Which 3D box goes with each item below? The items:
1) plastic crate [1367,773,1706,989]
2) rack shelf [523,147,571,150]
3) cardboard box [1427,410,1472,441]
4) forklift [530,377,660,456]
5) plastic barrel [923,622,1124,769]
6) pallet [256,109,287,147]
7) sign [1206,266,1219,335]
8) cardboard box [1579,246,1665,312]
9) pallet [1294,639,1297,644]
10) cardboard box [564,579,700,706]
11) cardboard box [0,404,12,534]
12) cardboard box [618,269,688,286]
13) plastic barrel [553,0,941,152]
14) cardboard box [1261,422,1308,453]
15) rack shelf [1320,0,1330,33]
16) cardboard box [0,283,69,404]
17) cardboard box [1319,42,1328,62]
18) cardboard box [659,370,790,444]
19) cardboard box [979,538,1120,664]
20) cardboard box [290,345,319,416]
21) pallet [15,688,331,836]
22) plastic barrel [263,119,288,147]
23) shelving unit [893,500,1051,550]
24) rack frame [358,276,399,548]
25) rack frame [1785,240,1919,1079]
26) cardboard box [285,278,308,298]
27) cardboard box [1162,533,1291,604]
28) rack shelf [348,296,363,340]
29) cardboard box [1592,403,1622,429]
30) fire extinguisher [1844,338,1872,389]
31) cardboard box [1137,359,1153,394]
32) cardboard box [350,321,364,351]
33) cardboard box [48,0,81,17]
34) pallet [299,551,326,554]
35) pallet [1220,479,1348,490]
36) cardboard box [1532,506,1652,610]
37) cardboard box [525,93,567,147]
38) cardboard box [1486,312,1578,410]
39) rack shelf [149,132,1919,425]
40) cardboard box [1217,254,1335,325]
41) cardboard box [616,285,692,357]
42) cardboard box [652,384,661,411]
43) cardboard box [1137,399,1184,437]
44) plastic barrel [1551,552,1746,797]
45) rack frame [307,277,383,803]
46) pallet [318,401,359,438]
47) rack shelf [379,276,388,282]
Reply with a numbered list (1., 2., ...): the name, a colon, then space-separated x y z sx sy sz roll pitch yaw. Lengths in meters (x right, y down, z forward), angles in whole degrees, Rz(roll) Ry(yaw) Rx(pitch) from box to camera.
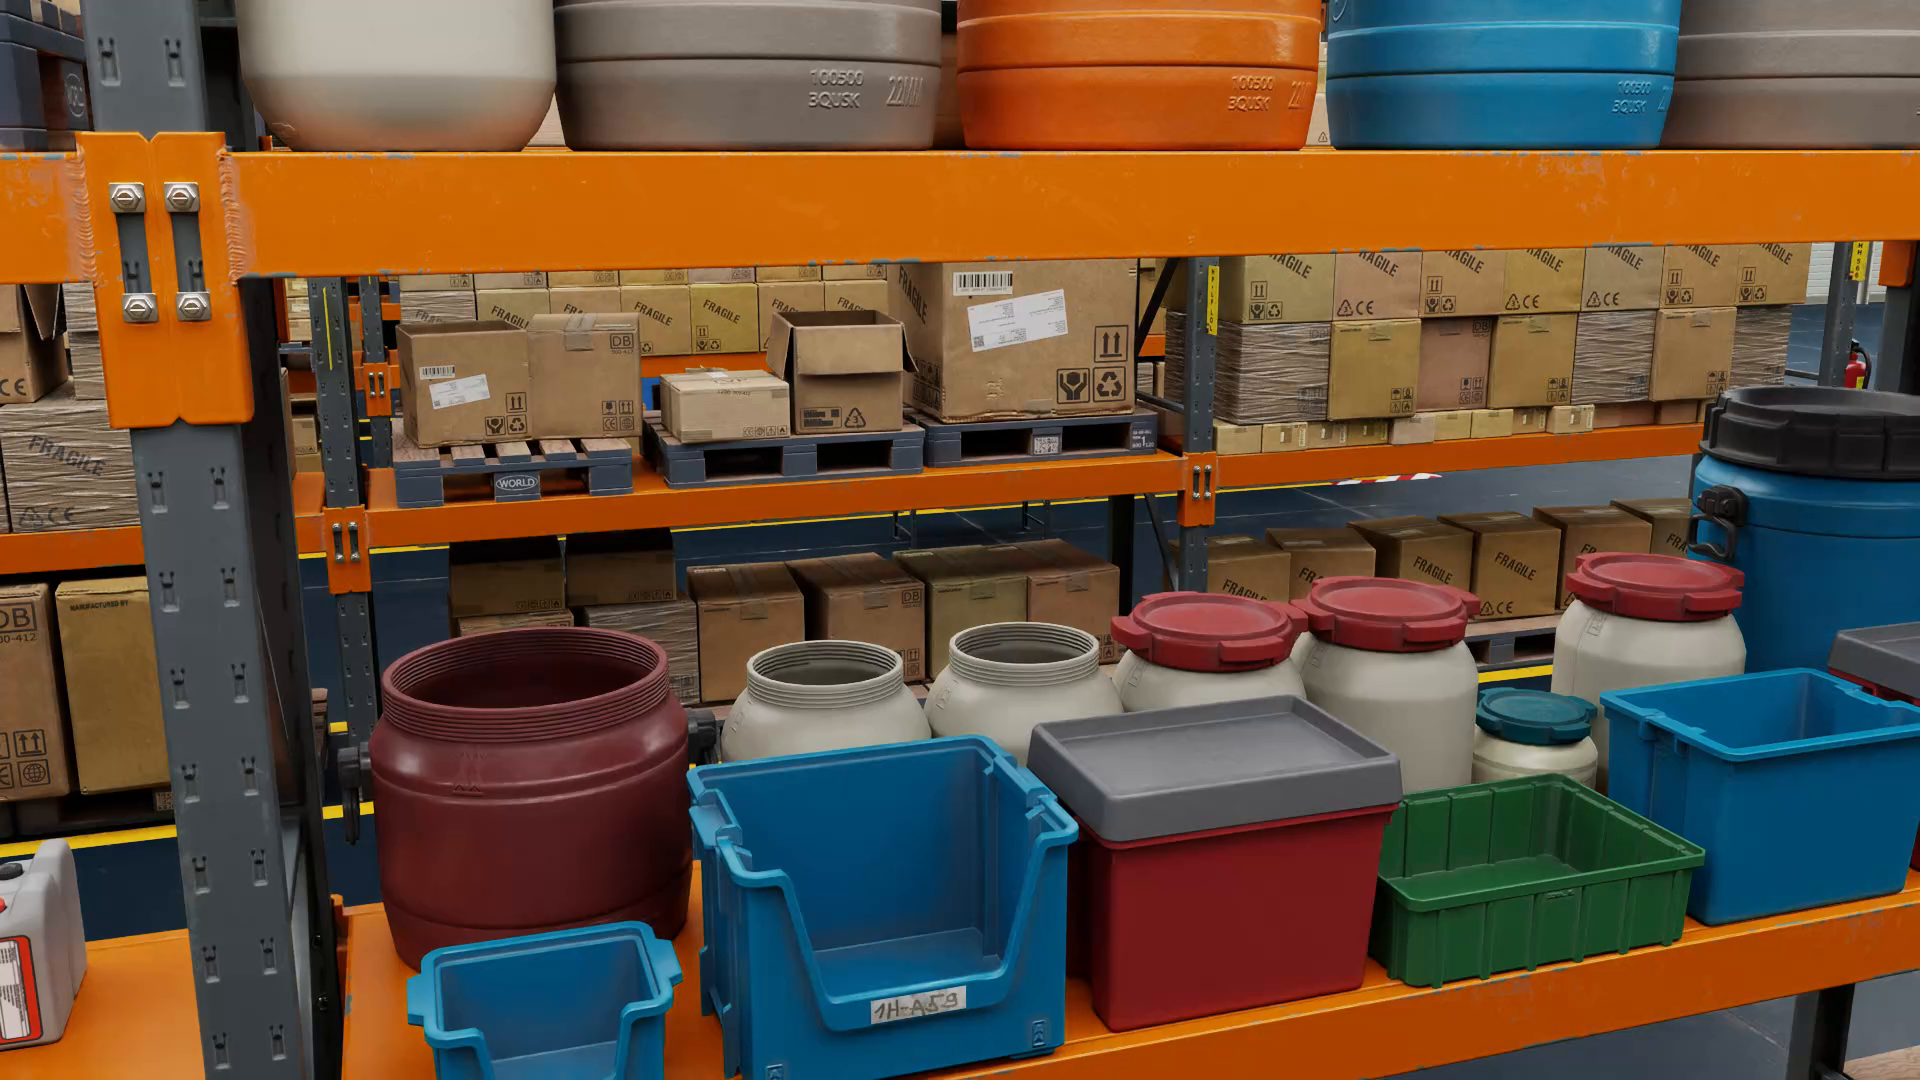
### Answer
1. plastic crate: 1.056 0.667 3.314 0.662 0.188 0.450 -4 14 -18
2. rack shelf: -0.858 -1.674 7.772 4.000 0.370 1.077 -4 14 -18
3. cardboard box: 2.514 -0.638 8.886 0.250 0.149 0.380 -4 14 -18
4. forklift: -2.834 -2.278 15.385 1.130 2.935 3.031 7 15 29
5. plastic barrel: 0.132 0.461 3.483 0.421 0.512 0.421 0 13 0
6. pallet: -3.347 -1.726 6.842 1.003 0.211 1.213 -4 14 -15
7. sign: 1.218 -1.154 8.012 0.005 0.325 0.100 -4 14 -18
8. cardboard box: 3.439 -1.518 9.024 0.500 0.500 0.500 -4 14 -18
9. pallet: 1.662 0.587 9.220 1.213 0.211 1.003 -4 14 -18
10. cardboard box: -1.604 0.487 8.064 0.500 0.500 0.700 -6 15 -23
11. cardboard box: -4.108 -0.301 6.709 0.500 0.500 0.500 -5 14 -20
12. cardboard box: -2.363 -2.192 12.501 0.500 0.500 0.700 -5 14 -19
13. plastic barrel: -0.327 -1.047 2.498 0.600 0.901 0.600 0 13 0
14. cardboard box: 1.578 -0.556 8.541 0.250 0.149 0.380 -4 14 -18
15. rack shelf: 1.447 -4.330 13.317 4.000 0.370 1.077 -4 14 -18
16. cardboard box: -4.071 -0.856 6.876 0.637 0.503 0.797 -4 14 -17
17. cardboard box: 2.894 -3.964 13.539 0.250 0.149 0.380 -4 14 -18
18. cardboard box: -1.092 -0.622 7.692 0.500 0.250 0.500 -5 14 -20
19. cardboard box: 0.448 0.330 8.724 0.500 0.500 0.700 -6 14 -22
20. cardboard box: -6.596 -1.729 16.613 0.875 0.875 0.875 -5 14 -19
21. pallet: -3.525 0.981 7.563 1.213 0.211 1.003 -4 14 -18
22. plastic barrel: -0.956 -0.744 2.643 0.294 0.245 0.294 0 13 0
23. shelving unit: 0.081 -0.736 11.996 1.048 1.500 0.538 -4 14 -18
24. rack frame: -4.240 -1.513 12.020 0.127 3.000 1.000 -4 14 -18
25. rack frame: 2.617 0.374 4.090 0.127 3.000 1.000 -4 14 -18
26. cardboard box: -4.558 -1.748 11.357 0.250 0.149 0.380 -5 14 -20
27. cardboard box: 1.429 0.278 8.985 0.500 0.500 0.500 -5 14 -20
28. rack shelf: -7.810 -2.093 16.016 4.000 0.370 1.077 -4 14 -18
29. cardboard box: 3.445 -0.723 9.245 0.250 0.149 0.380 -4 14 -18
30. fire extinguisher: 5.084 -0.878 9.517 0.183 0.674 0.296 -4 14 -18
31. cardboard box: 1.023 -1.077 13.873 0.875 0.875 0.875 -4 14 -18
32. cardboard box: -7.833 -2.589 21.040 0.500 0.500 0.500 -4 14 -16
33. cardboard box: -3.309 -2.070 6.752 0.637 0.503 0.797 -4 14 -15
34. pallet: -4.981 -0.099 12.102 1.213 0.211 1.003 -4 14 -18
35. pallet: 2.609 -0.670 14.505 1.213 0.211 1.003 -4 14 -18
36. cardboard box: 3.676 0.098 9.743 0.500 0.500 0.500 -1 13 -3
37. cardboard box: -1.741 -1.820 7.156 0.500 0.250 0.500 -4 14 -17
38. cardboard box: 2.897 -1.042 9.181 0.500 0.500 0.875 -4 14 -18
39. rack shelf: 0.721 -0.588 3.205 4.000 0.370 1.077 -4 14 -18
40. cardboard box: 1.545 -1.370 8.400 0.500 0.500 0.500 -4 14 -18
41. cardboard box: -2.296 -1.647 12.368 0.500 0.500 0.500 -5 14 -19
42. cardboard box: -1.924 -0.782 12.902 0.750 0.750 1.050 -4 14 -18
43. cardboard box: 1.147 -0.671 9.024 0.250 0.149 0.380 -4 14 -18
44. plastic barrel: 1.640 0.330 3.979 0.433 0.535 0.433 0 13 0
45. rack frame: -2.754 -0.417 7.416 0.127 3.000 1.000 -4 14 -18
46. pallet: -6.686 -1.193 16.701 1.213 0.211 1.003 -4 14 -18
47. rack shelf: -5.606 -3.477 21.833 4.000 0.370 1.077 -4 14 -18
